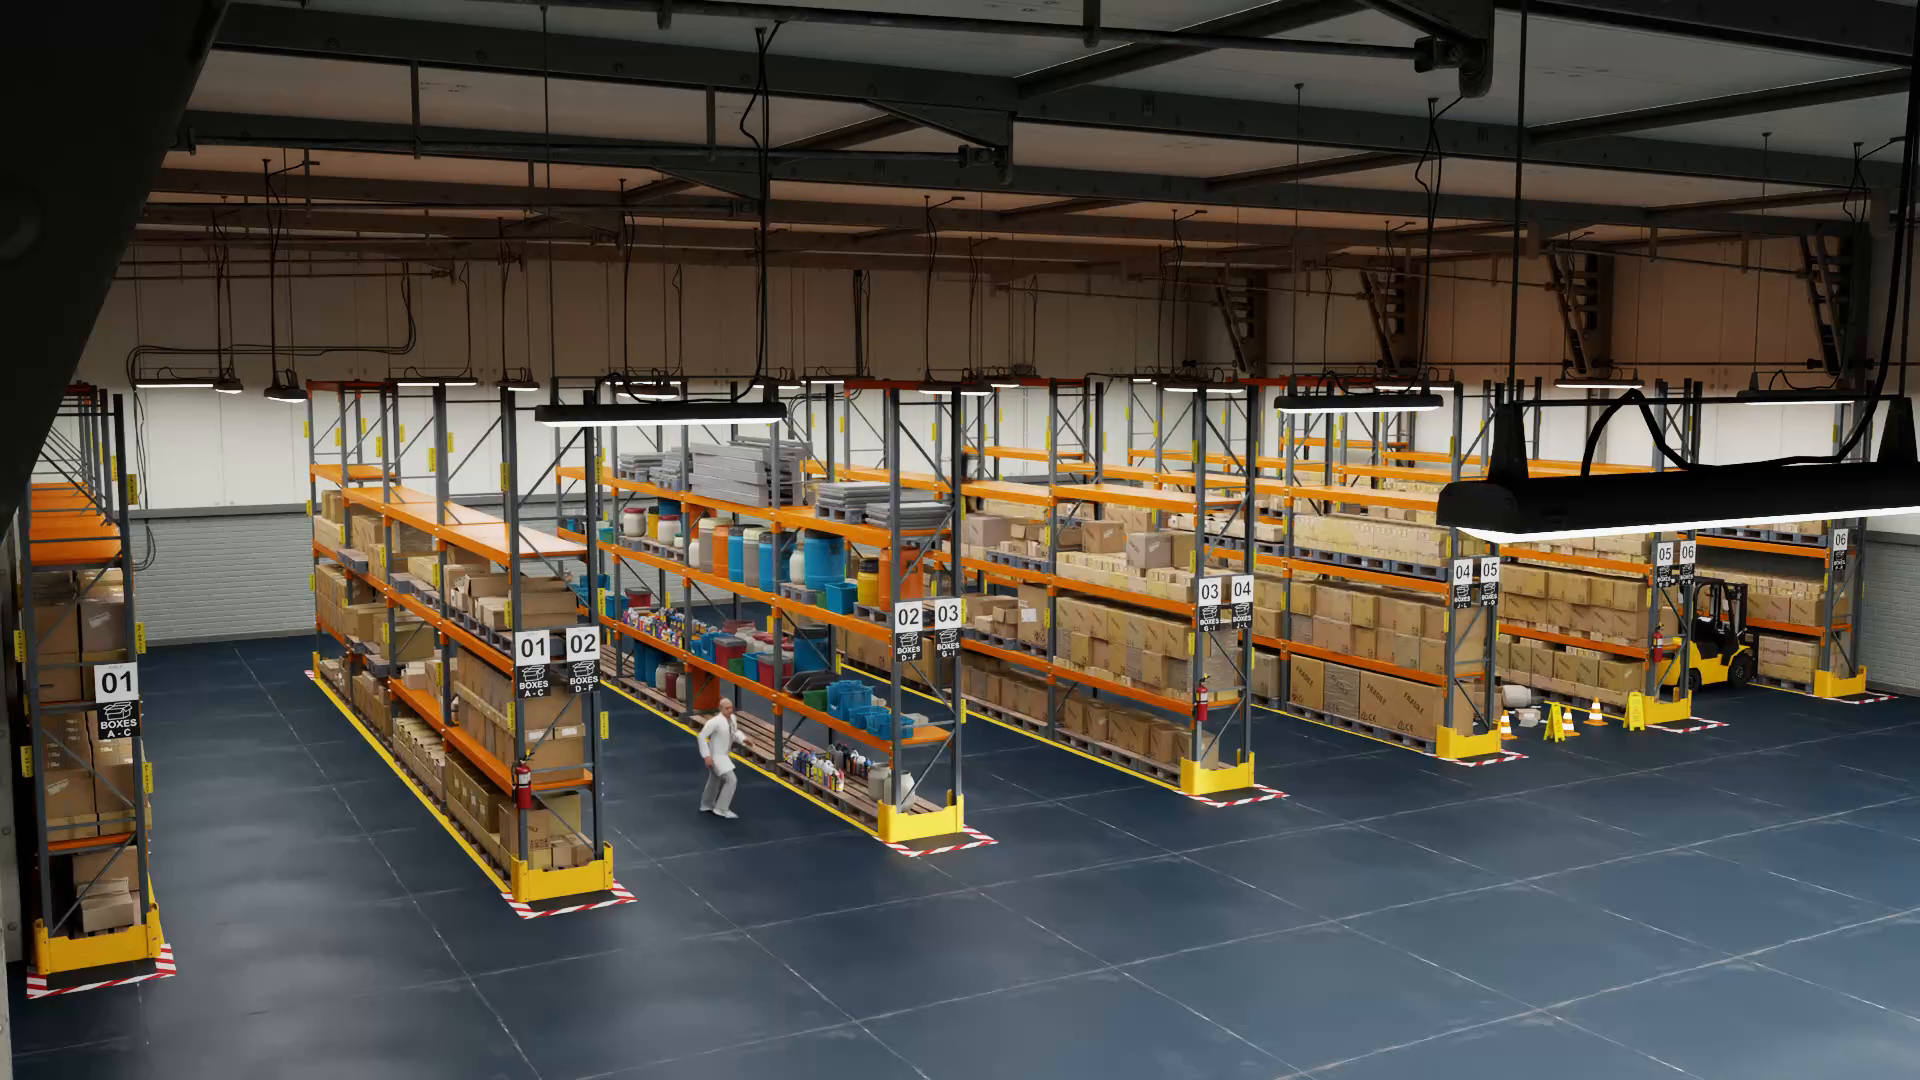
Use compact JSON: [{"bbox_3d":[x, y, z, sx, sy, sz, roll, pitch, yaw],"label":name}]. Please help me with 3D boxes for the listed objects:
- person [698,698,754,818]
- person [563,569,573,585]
[{"bbox_3d":[-3.299,3.043,23.234,0.861,1.738,0.705,1,6,11],"label":"person"},{"bbox_3d":[-8.913,1.533,37.055,0.871,1.762,0.622,-5,8,-37],"label":"person"}]
